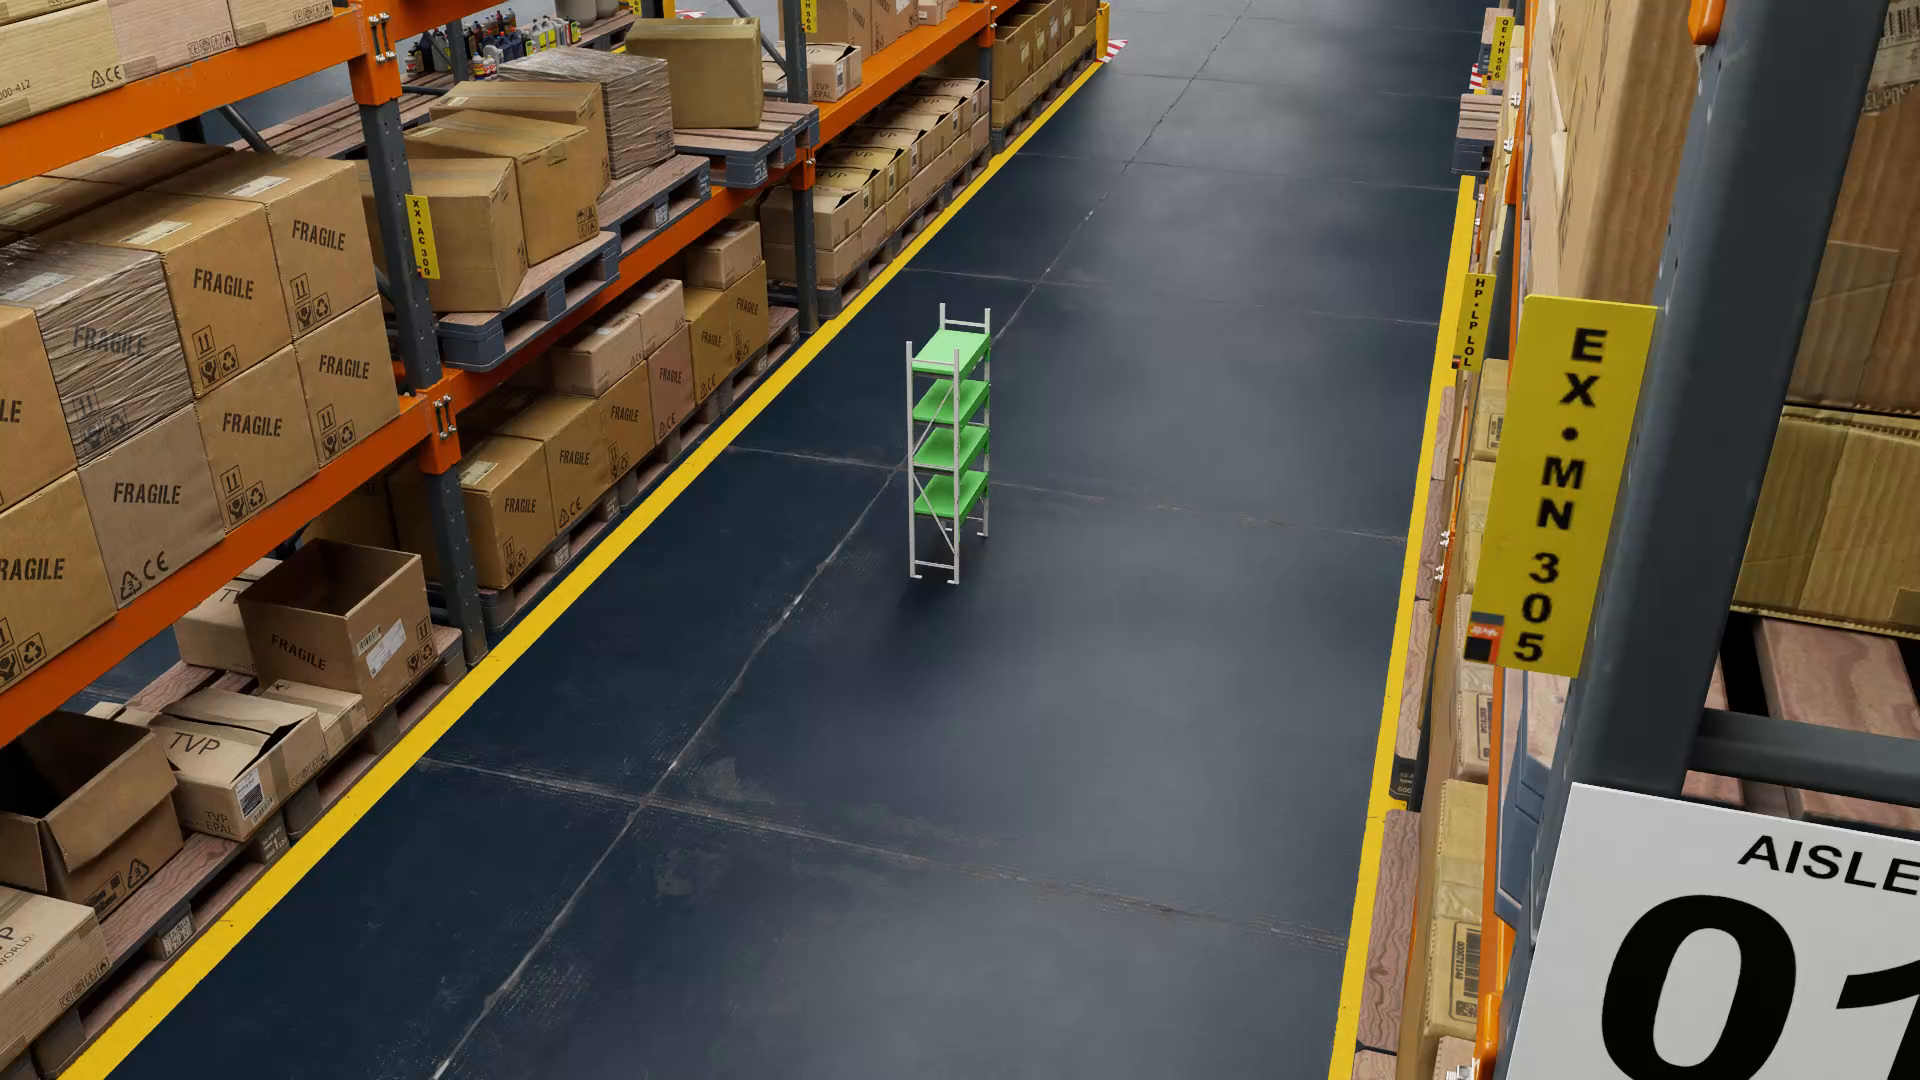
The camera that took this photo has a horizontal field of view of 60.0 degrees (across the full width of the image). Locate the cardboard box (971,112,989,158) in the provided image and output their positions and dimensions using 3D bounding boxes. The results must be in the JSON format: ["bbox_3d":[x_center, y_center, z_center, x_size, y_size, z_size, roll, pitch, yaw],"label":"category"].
[{"bbox_3d":[-0.073,-3.317,13.524,0.500,0.250,0.500,8,30,14],"label":"cardboard box"}]

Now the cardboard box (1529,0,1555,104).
[{"bbox_3d":[1.542,-1.101,3.677,0.500,0.250,0.500,8,30,14],"label":"cardboard box"}]

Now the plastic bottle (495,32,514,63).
[{"bbox_3d":[-4.329,-4.628,15.757,0.144,0.351,0.185,9,30,16],"label":"plastic bottle"}]

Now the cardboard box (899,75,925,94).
[{"bbox_3d":[-0.588,-3.640,13.527,0.500,0.311,0.500,9,30,15],"label":"cardboard box"}]

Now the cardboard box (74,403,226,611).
[{"bbox_3d":[-2.776,-0.148,5.327,0.500,0.500,0.500,9,30,16],"label":"cardboard box"}]

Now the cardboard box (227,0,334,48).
[{"bbox_3d":[-2.465,-1.833,5.528,0.500,0.250,0.500,8,30,15],"label":"cardboard box"}]

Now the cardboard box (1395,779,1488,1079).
[{"bbox_3d":[1.329,1.003,3.053,0.980,0.700,0.700,8,30,14],"label":"cardboard box"}]

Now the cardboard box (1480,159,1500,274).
[{"bbox_3d":[2.492,-1.283,7.041,0.500,0.500,0.500,9,30,16],"label":"cardboard box"}]

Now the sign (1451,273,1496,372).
[{"bbox_3d":[1.639,-0.691,5.297,0.100,0.325,0.005,8,30,15],"label":"sign"}]

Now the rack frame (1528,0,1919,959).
[{"bbox_3d":[0.986,-0.909,0.628,1.000,3.000,0.127,8,30,15],"label":"rack frame"}]

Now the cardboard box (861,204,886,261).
[{"bbox_3d":[-0.821,-2.128,11.385,0.500,0.250,0.500,8,30,13],"label":"cardboard box"}]

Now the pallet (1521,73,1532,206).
[{"bbox_3d":[1.910,-1.040,4.039,1.003,0.211,1.213,8,30,15],"label":"pallet"}]

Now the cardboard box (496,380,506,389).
[{"bbox_3d":[-2.405,-0.683,8.511,0.500,0.500,0.500,9,30,15],"label":"cardboard box"}]

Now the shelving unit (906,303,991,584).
[{"bbox_3d":[-0.049,-0.447,7.820,0.258,1.200,0.503,8,30,15],"label":"shelving unit"}]

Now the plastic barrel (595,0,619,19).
[{"bbox_3d":[-3.908,-5.916,17.927,0.421,0.512,0.421,0,29,0],"label":"plastic barrel"}]

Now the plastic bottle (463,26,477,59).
[{"bbox_3d":[-4.792,-4.860,16.243,0.061,0.283,0.133,8,30,15],"label":"plastic bottle"}]

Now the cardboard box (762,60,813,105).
[{"bbox_3d":[-1.254,-2.834,10.351,0.500,0.311,0.500,10,31,18],"label":"cardboard box"}]

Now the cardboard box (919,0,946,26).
[{"bbox_3d":[-0.311,-4.076,12.629,0.396,0.266,0.258,8,30,14],"label":"cardboard box"}]

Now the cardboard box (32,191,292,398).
[{"bbox_3d":[-2.625,-0.822,5.510,0.500,0.500,0.500,8,30,14],"label":"cardboard box"}]

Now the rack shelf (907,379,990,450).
[{"bbox_3d":[-0.049,-0.601,7.734,0.258,0.148,0.480,8,30,15],"label":"rack shelf"}]

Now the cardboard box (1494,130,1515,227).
[{"bbox_3d":[2.362,-1.383,6.451,0.500,0.250,0.500,9,30,16],"label":"cardboard box"}]

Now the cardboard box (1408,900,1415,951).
[{"bbox_3d":[1.843,1.095,5.335,0.700,0.500,0.500,9,30,16],"label":"cardboard box"}]

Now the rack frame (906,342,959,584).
[{"bbox_3d":[-0.120,-0.334,7.616,0.240,1.200,0.015,8,30,15],"label":"rack frame"}]

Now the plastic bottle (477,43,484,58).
[{"bbox_3d":[-4.483,-4.538,15.663,0.061,0.283,0.133,8,30,15],"label":"plastic bottle"}]

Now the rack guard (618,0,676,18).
[{"bbox_3d":[-3.766,-6.002,18.526,1.175,0.500,0.348,8,30,15],"label":"rack guard"}]

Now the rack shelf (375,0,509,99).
[{"bbox_3d":[-1.989,-2.777,7.812,1.077,0.370,4.000,8,30,15],"label":"rack shelf"}]

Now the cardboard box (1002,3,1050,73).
[{"bbox_3d":[0.501,-4.515,14.905,0.500,0.500,0.500,8,30,15],"label":"cardboard box"}]

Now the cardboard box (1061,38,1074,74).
[{"bbox_3d":[0.791,-4.652,15.924,0.500,0.250,0.500,8,30,15],"label":"cardboard box"}]

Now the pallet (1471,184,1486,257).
[{"bbox_3d":[4.281,-2.284,12.138,1.003,0.211,1.213,8,30,15],"label":"pallet"}]

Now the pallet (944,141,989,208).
[{"bbox_3d":[-0.407,-3.003,13.431,1.003,0.211,1.213,8,30,15],"label":"pallet"}]

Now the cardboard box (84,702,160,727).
[{"bbox_3d":[-3.151,0.762,6.257,0.380,0.166,0.250,8,30,15],"label":"cardboard box"}]

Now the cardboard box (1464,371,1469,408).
[{"bbox_3d":[2.181,-0.609,6.497,0.380,0.149,0.250,9,30,15],"label":"cardboard box"}]

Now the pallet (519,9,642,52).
[{"bbox_3d":[-4.009,-5.499,17.919,1.003,0.211,1.213,8,30,15],"label":"pallet"}]

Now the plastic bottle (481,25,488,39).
[{"bbox_3d":[-4.777,-5.056,16.680,0.097,0.201,0.097,0,29,0],"label":"plastic bottle"}]

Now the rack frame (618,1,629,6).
[{"bbox_3d":[-3.788,-7.137,17.994,1.000,3.000,0.127,8,30,15],"label":"rack frame"}]

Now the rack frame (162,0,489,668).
[{"bbox_3d":[-2.576,-0.852,6.695,1.000,3.000,0.127,8,30,15],"label":"rack frame"}]

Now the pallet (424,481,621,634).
[{"bbox_3d":[-2.374,-0.016,8.062,1.003,0.211,1.213,8,30,15],"label":"pallet"}]

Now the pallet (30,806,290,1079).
[{"bbox_3d":[-3.135,1.255,5.777,1.003,0.211,1.213,8,30,15],"label":"pallet"}]

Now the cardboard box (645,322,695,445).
[{"bbox_3d":[-1.753,-0.857,8.824,0.500,0.500,0.500,7,30,13],"label":"cardboard box"}]

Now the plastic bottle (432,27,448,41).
[{"bbox_3d":[-4.992,-4.742,15.961,0.144,0.351,0.185,7,30,12],"label":"plastic bottle"}]

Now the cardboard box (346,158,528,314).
[{"bbox_3d":[-2.224,-1.267,6.907,0.700,0.500,0.500,-1,29,-2],"label":"cardboard box"}]

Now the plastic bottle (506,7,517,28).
[{"bbox_3d":[-4.618,-5.339,17.115,0.097,0.271,0.097,0,29,0],"label":"plastic bottle"}]

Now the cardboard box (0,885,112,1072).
[{"bbox_3d":[-3.026,1.340,5.132,0.500,0.250,0.500,8,30,15],"label":"cardboard box"}]

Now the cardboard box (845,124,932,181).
[{"bbox_3d":[-0.520,-2.860,12.125,0.500,0.311,0.500,8,30,14],"label":"cardboard box"}]

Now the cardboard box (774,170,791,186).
[{"bbox_3d":[-1.338,-2.458,11.403,0.500,0.311,0.500,8,30,14],"label":"cardboard box"}]

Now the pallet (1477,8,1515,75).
[{"bbox_3d":[4.145,-3.446,11.556,1.003,0.211,1.213,8,30,15],"label":"pallet"}]

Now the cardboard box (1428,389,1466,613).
[{"bbox_3d":[2.485,-0.125,7.168,0.750,0.750,0.750,9,30,16],"label":"cardboard box"}]

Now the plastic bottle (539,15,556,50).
[{"bbox_3d":[-4.094,-5.000,16.425,0.144,0.351,0.185,10,31,17],"label":"plastic bottle"}]

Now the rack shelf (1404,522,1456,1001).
[{"bbox_3d":[1.573,1.097,3.932,1.077,0.370,4.000,8,30,15],"label":"rack shelf"}]
